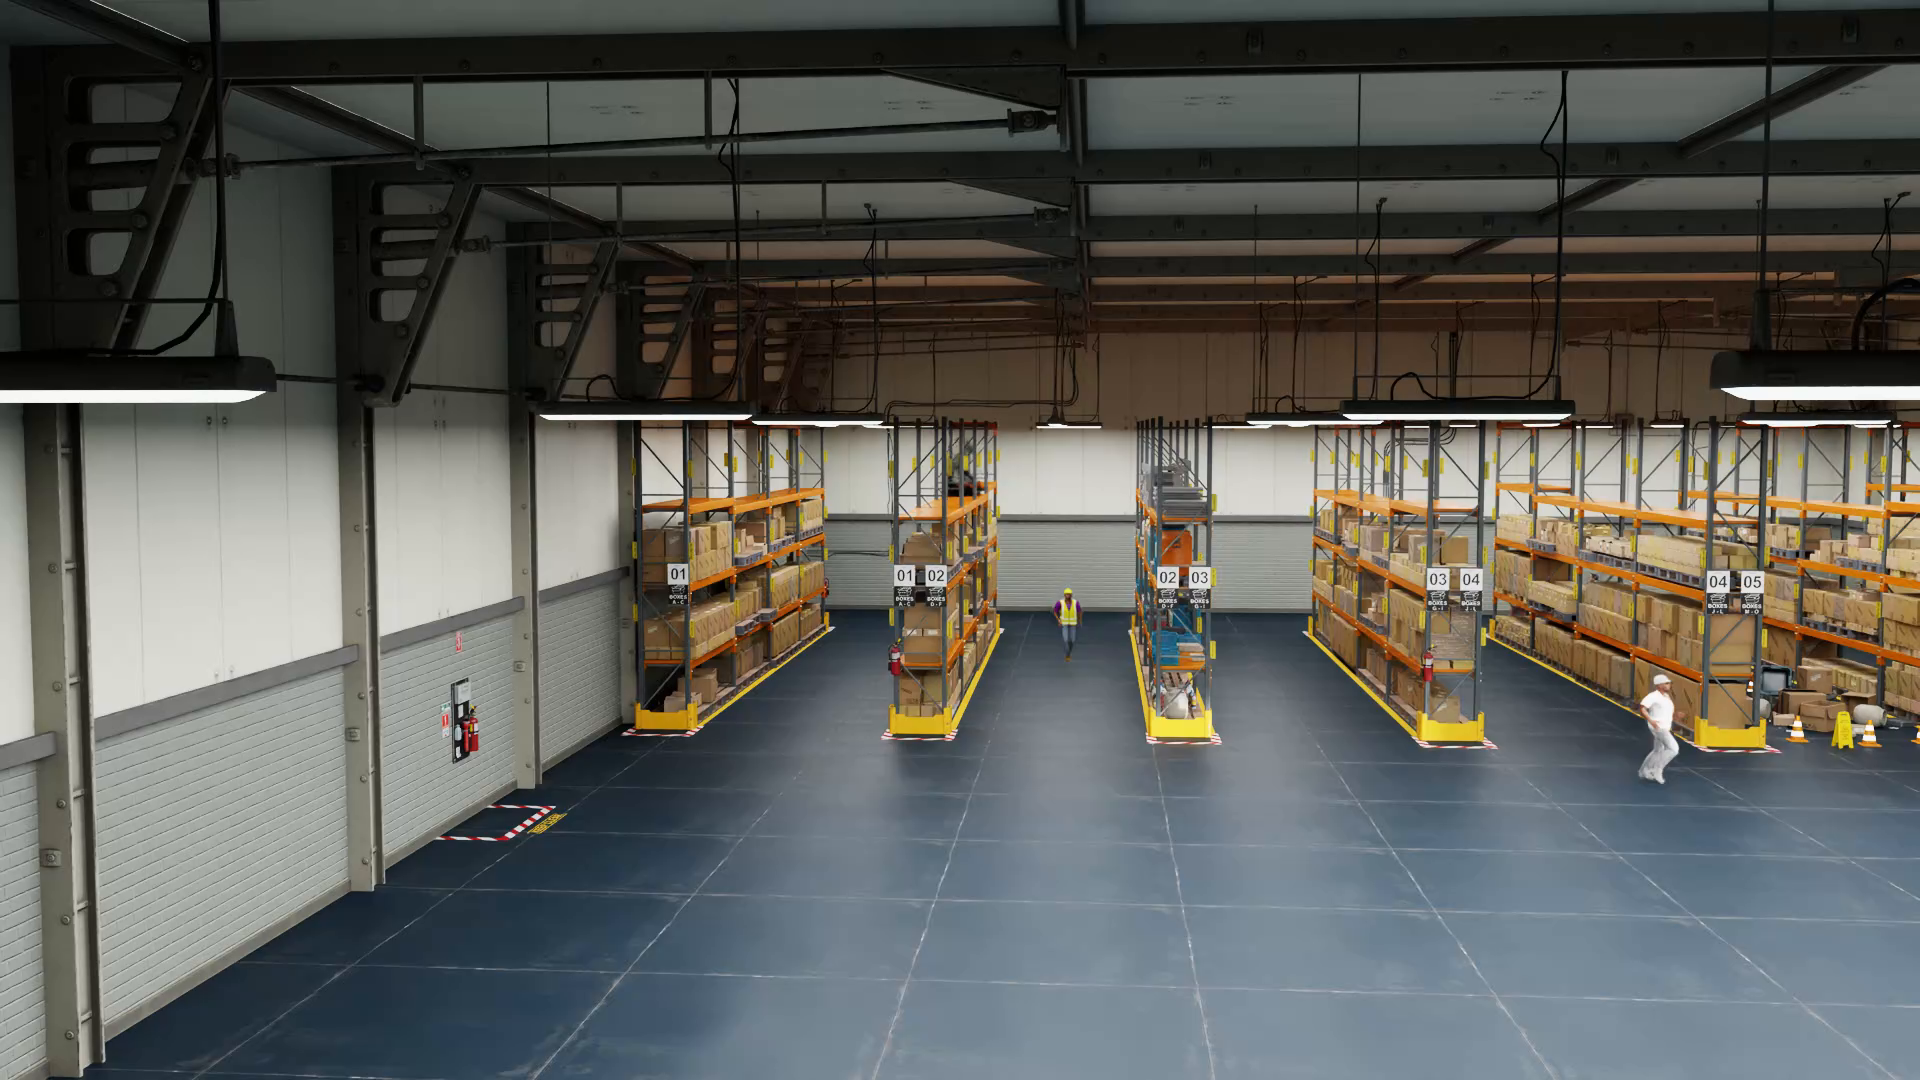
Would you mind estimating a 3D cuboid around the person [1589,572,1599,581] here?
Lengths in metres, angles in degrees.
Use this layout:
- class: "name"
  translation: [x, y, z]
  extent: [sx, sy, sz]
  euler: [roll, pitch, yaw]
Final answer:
- class: "person"
  translation: [18.094, 1.757, 47.431]
  extent: [0.921, 1.677, 0.607]
  euler: [0, 4, 7]

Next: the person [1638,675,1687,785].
- class: "person"
  translation: [11.431, 3.082, 27.073]
  extent: [0.703, 1.774, 0.673]
  euler: [3, 5, 35]

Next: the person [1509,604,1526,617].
- class: "person"
  translation: [15.916, 1.800, 47.480]
  extent: [0.626, 1.614, 0.903]
  euler: [-3, 5, -42]

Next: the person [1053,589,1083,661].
- class: "person"
  translation: [2.553, 2.001, 39.531]
  extent: [0.682, 1.722, 0.622]
  euler: [0, 4, -6]
